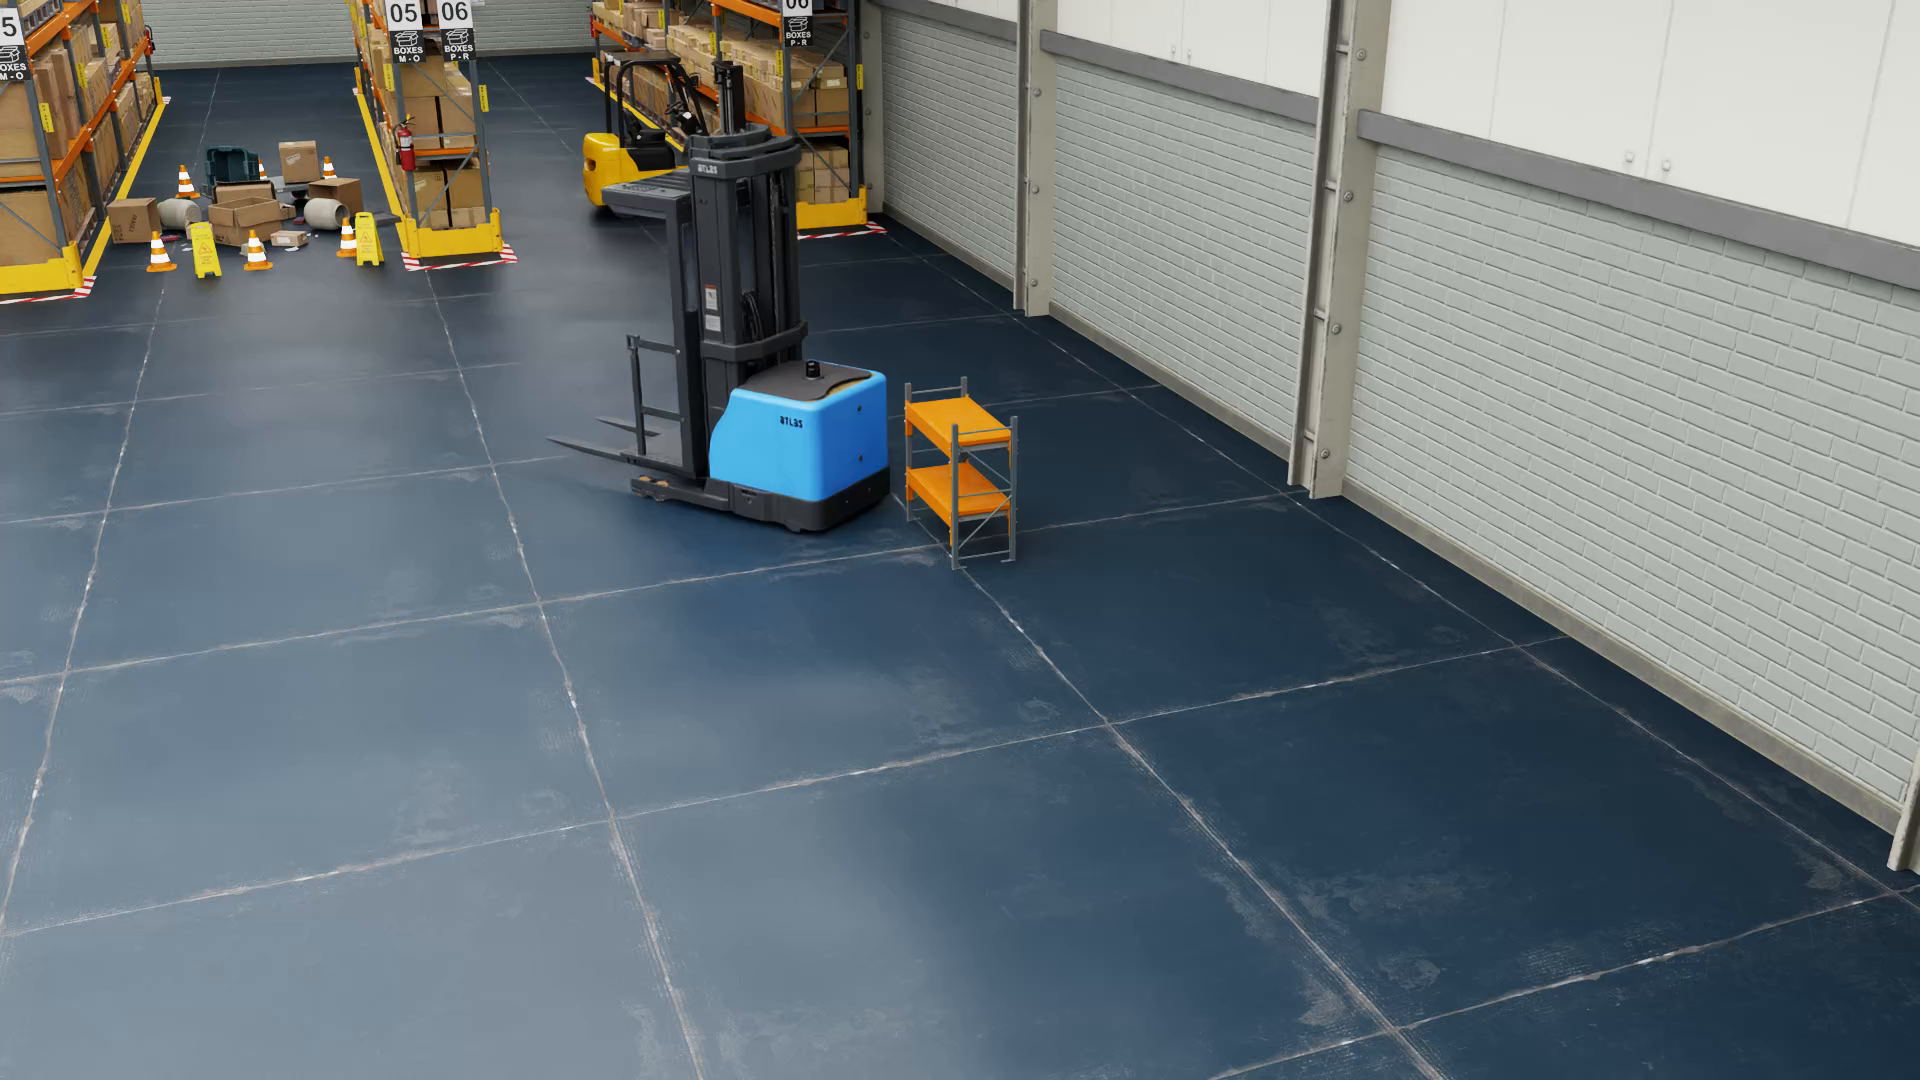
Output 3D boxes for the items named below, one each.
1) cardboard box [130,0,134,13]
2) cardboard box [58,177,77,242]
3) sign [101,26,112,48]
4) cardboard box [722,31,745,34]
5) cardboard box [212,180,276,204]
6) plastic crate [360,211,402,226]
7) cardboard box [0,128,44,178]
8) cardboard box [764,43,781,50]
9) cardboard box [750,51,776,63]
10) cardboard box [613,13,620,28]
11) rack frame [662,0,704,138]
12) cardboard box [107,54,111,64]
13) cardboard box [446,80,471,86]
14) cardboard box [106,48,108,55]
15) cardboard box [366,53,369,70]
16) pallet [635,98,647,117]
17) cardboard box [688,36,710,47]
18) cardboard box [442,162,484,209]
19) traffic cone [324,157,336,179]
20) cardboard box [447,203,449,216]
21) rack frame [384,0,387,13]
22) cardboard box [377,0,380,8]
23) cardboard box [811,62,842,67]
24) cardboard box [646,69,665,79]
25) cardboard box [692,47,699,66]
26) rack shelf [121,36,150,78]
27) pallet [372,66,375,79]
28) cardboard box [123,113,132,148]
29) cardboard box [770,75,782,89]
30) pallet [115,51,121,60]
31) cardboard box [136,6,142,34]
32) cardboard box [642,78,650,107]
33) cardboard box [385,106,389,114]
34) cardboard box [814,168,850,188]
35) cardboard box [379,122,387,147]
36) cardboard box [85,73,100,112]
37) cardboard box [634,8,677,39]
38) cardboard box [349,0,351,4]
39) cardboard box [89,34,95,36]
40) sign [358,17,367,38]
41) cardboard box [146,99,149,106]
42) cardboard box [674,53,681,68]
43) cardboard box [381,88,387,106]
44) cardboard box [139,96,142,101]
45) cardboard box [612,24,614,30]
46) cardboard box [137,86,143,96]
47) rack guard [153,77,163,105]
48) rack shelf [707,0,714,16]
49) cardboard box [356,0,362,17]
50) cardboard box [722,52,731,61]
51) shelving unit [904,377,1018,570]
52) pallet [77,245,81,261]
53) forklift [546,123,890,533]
[{"bbox_3d":[-15.827,-10.155,31.182,0.500,0.500,0.500,-9,25,-21],"label":"cardboard box"},{"bbox_3d":[-11.744,-4.164,20.962,0.875,0.875,0.875,-9,24,-20],"label":"cardboard box"},{"bbox_3d":[-13.438,-7.911,26.166,0.100,0.325,0.005,-8,24,-19],"label":"sign"},{"bbox_3d":[-3.846,-8.506,28.105,0.380,0.149,0.250,-9,24,-20],"label":"cardboard box"},{"bbox_3d":[-9.862,-4.650,22.961,0.797,0.637,0.503,-8,24,-19],"label":"cardboard box"},{"bbox_3d":[-8.161,-4.534,23.404,0.402,0.080,0.583,-18,29,-37],"label":"plastic crate"},{"bbox_3d":[-11.304,-4.591,19.586,0.875,0.550,0.550,-8,24,-19],"label":"cardboard box"},{"bbox_3d":[-2.754,-7.461,25.242,0.380,0.149,0.250,-9,24,-19],"label":"cardboard box"},{"bbox_3d":[-2.837,-7.025,24.208,0.380,0.149,0.250,-8,24,-19],"label":"cardboard box"},{"bbox_3d":[-6.731,-10.551,33.731,0.500,0.250,0.500,-8,24,-19],"label":"cardboard box"},{"bbox_3d":[-4.719,-8.698,29.524,1.000,3.000,0.127,-8,24,-19],"label":"rack frame"},{"bbox_3d":[-14.309,-7.957,27.550,0.380,0.149,0.250,-8,24,-17],"label":"cardboard box"},{"bbox_3d":[-6.810,-5.875,22.315,0.500,0.500,0.500,-9,24,-20],"label":"cardboard box"},{"bbox_3d":[-14.311,-8.095,27.493,0.380,0.149,0.250,-8,24,-19],"label":"cardboard box"},{"bbox_3d":[-9.978,-8.278,28.721,0.500,0.250,0.500,-8,24,-18],"label":"cardboard box"},{"bbox_3d":[-5.809,-8.576,32.826,1.003,0.211,1.213,-8,24,-19],"label":"pallet"},{"bbox_3d":[-4.279,-8.229,27.448,0.380,0.149,0.250,-9,24,-20],"label":"cardboard box"},{"bbox_3d":[-6.570,-4.720,22.121,0.500,0.500,0.500,-9,25,-21],"label":"cardboard box"},{"bbox_3d":[-9.696,-5.652,25.563,0.336,0.463,0.334,-8,24,-19],"label":"traffic cone"},{"bbox_3d":[-6.735,-4.553,22.689,0.500,0.250,0.500,-7,24,-17],"label":"cardboard box"},{"bbox_3d":[-6.535,-7.873,19.844,1.000,3.000,0.127,-8,24,-19],"label":"rack frame"},{"bbox_3d":[-7.332,-7.079,21.631,0.500,0.250,0.500,-8,24,-18],"label":"cardboard box"},{"bbox_3d":[-1.847,-6.530,23.033,0.380,0.149,0.250,-7,24,-17],"label":"cardboard box"},{"bbox_3d":[-5.820,-8.950,31.964,0.380,0.149,0.250,-8,24,-19],"label":"cardboard box"},{"bbox_3d":[-4.082,-7.922,27.232,0.500,0.250,0.500,-8,24,-18],"label":"cardboard box"},{"bbox_3d":[-16.076,-9.148,31.519,1.077,0.370,4.000,-8,24,-19],"label":"rack shelf"},{"bbox_3d":[-9.010,-7.683,27.363,1.213,0.211,1.003,-8,24,-19],"label":"pallet"},{"bbox_3d":[-14.148,-6.815,27.736,0.500,0.500,0.500,-8,24,-18],"label":"cardboard box"},{"bbox_3d":[-2.395,-6.312,22.901,0.380,0.149,0.250,-8,24,-18],"label":"cardboard box"},{"bbox_3d":[-15.236,-8.367,28.986,1.003,0.211,1.213,-8,24,-19],"label":"pallet"},{"bbox_3d":[-16.206,-10.074,32.277,0.500,0.500,0.500,-9,24,-20],"label":"cardboard box"},{"bbox_3d":[-5.802,-8.612,31.999,0.500,0.500,0.500,-9,25,-21],"label":"cardboard box"},{"bbox_3d":[-8.137,-6.288,24.130,0.380,0.149,0.250,-8,24,-19],"label":"cardboard box"},{"bbox_3d":[-1.865,-5.147,23.456,0.500,0.250,0.500,-8,24,-18],"label":"cardboard box"},{"bbox_3d":[-9.171,-6.791,27.844,0.950,0.372,0.625,-10,25,-23],"label":"cardboard box"},{"bbox_3d":[-12.831,-6.486,24.147,0.500,0.500,0.500,-8,24,-19],"label":"cardboard box"},{"bbox_3d":[-5.710,-9.711,31.259,0.700,0.500,0.500,-8,24,-19],"label":"cardboard box"},{"bbox_3d":[-12.095,-11.029,33.639,0.500,0.500,0.500,-9,24,-20],"label":"cardboard box"},{"bbox_3d":[-14.404,-8.323,27.653,0.380,0.149,0.250,-8,24,-17],"label":"cardboard box"},{"bbox_3d":[-9.879,-8.472,27.497,0.100,0.325,0.005,-8,24,-19],"label":"sign"},{"bbox_3d":[-15.877,-8.462,32.095,0.380,0.149,0.250,-8,24,-18],"label":"cardboard box"},{"bbox_3d":[-4.618,-8.251,28.656,0.500,0.250,0.500,-9,24,-20],"label":"cardboard box"},{"bbox_3d":[-8.054,-6.547,23.910,0.500,0.500,0.500,-8,24,-19],"label":"cardboard box"},{"bbox_3d":[-15.659,-8.310,31.352,0.380,0.149,0.250,-7,24,-17],"label":"cardboard box"},{"bbox_3d":[-7.009,-10.680,34.550,0.380,0.149,0.250,-8,24,-19],"label":"cardboard box"},{"bbox_3d":[-15.602,-8.449,31.298,0.380,0.149,0.250,-8,24,-18],"label":"cardboard box"},{"bbox_3d":[-16.756,-9.027,33.524,1.175,0.500,0.348,-8,24,-19],"label":"rack guard"},{"bbox_3d":[-4.012,-9.022,27.357,1.077,0.370,4.000,-8,24,-19],"label":"rack shelf"},{"bbox_3d":[-10.507,-9.413,29.804,0.500,0.500,0.500,-9,24,-20],"label":"cardboard box"},{"bbox_3d":[-3.439,-7.438,25.570,0.380,0.149,0.250,-9,24,-20],"label":"cardboard box"},{"bbox_3d":[-0.002,-0.521,12.537,0.538,1.125,1.048,-8,24,-19],"label":"shelving unit"},{"bbox_3d":[-11.486,-3.388,20.516,1.003,0.211,1.213,-8,24,-19],"label":"pallet"},{"bbox_3d":[-2.088,-1.821,13.297,3.031,2.935,1.130,14,26,29],"label":"forklift"}]
